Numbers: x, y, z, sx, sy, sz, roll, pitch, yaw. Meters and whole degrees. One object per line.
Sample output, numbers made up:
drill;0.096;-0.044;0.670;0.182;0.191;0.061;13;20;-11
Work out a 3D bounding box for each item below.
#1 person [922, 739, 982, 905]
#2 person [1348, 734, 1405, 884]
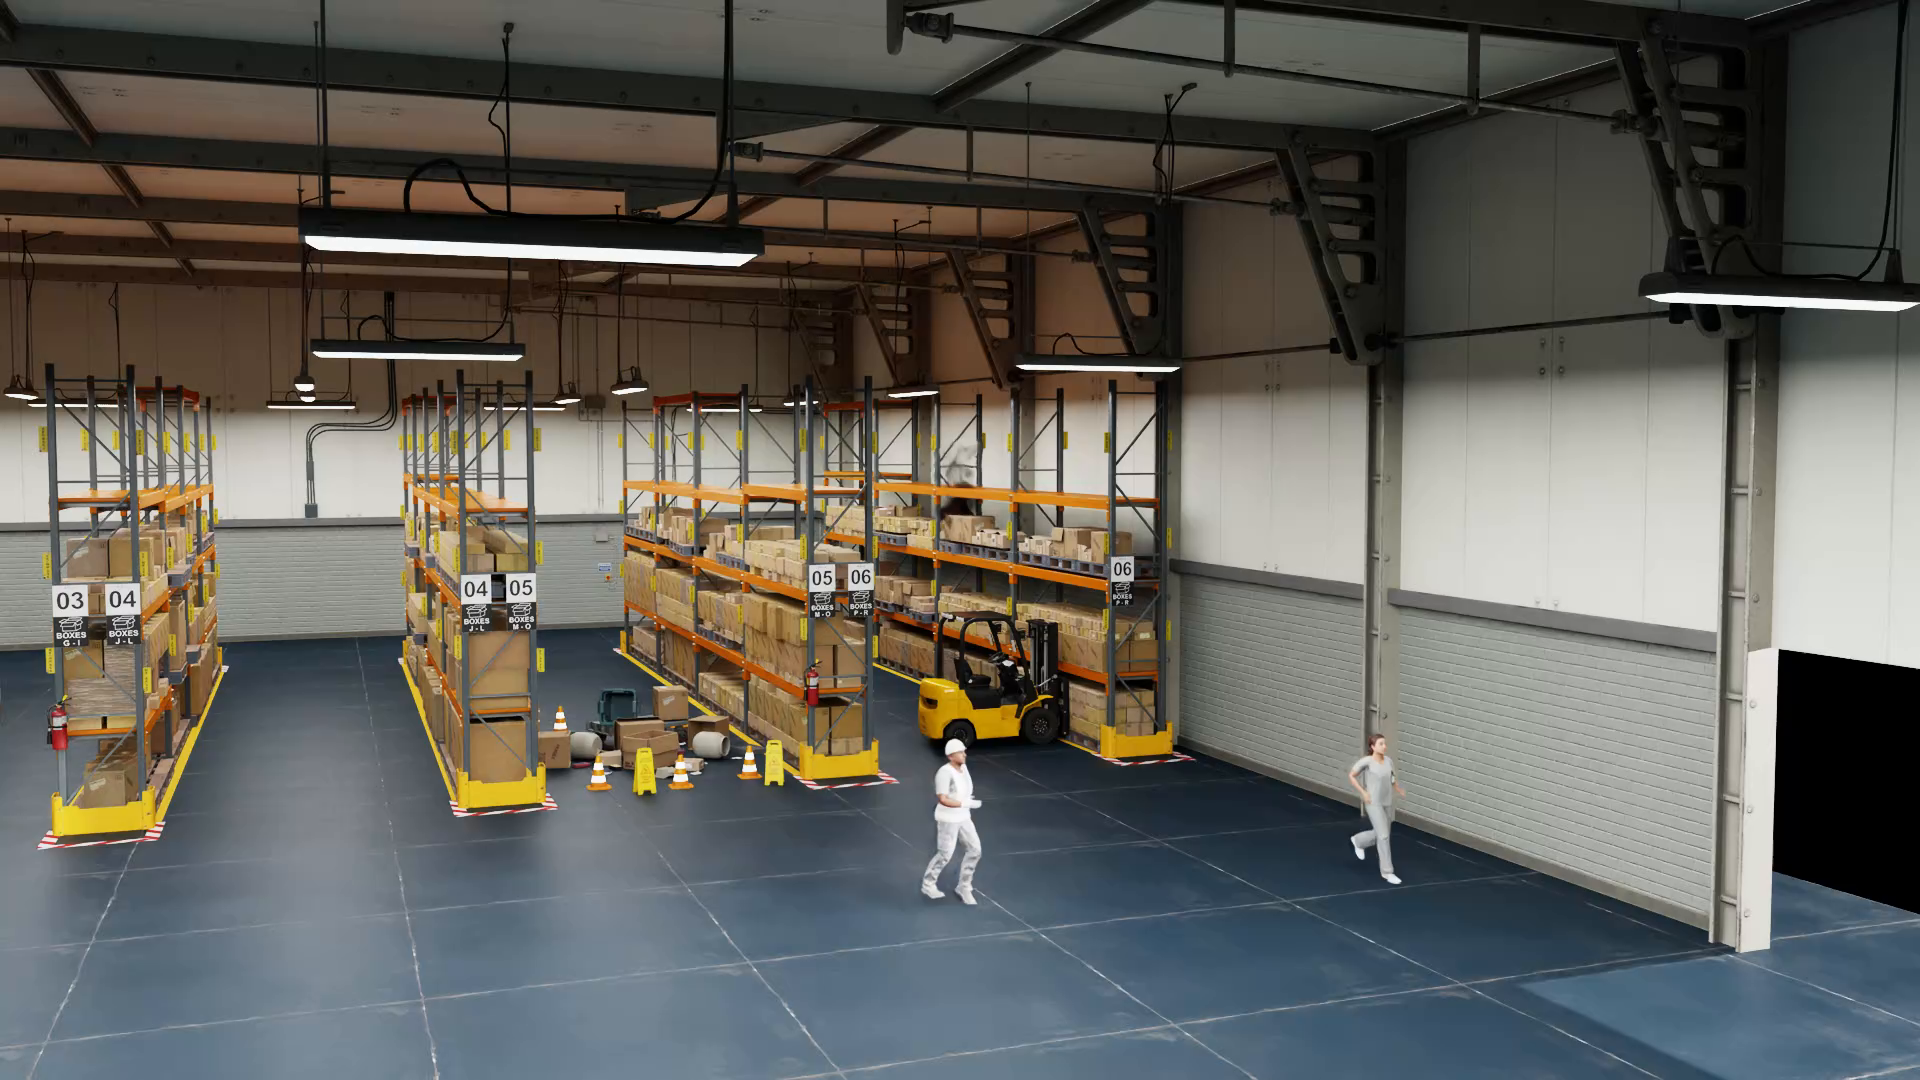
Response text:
person;-0.051;3.074;18.034;0.761;1.852;0.700;2;4;31
person;4.793;3.059;19.201;0.567;1.669;0.879;-2;4;-27
